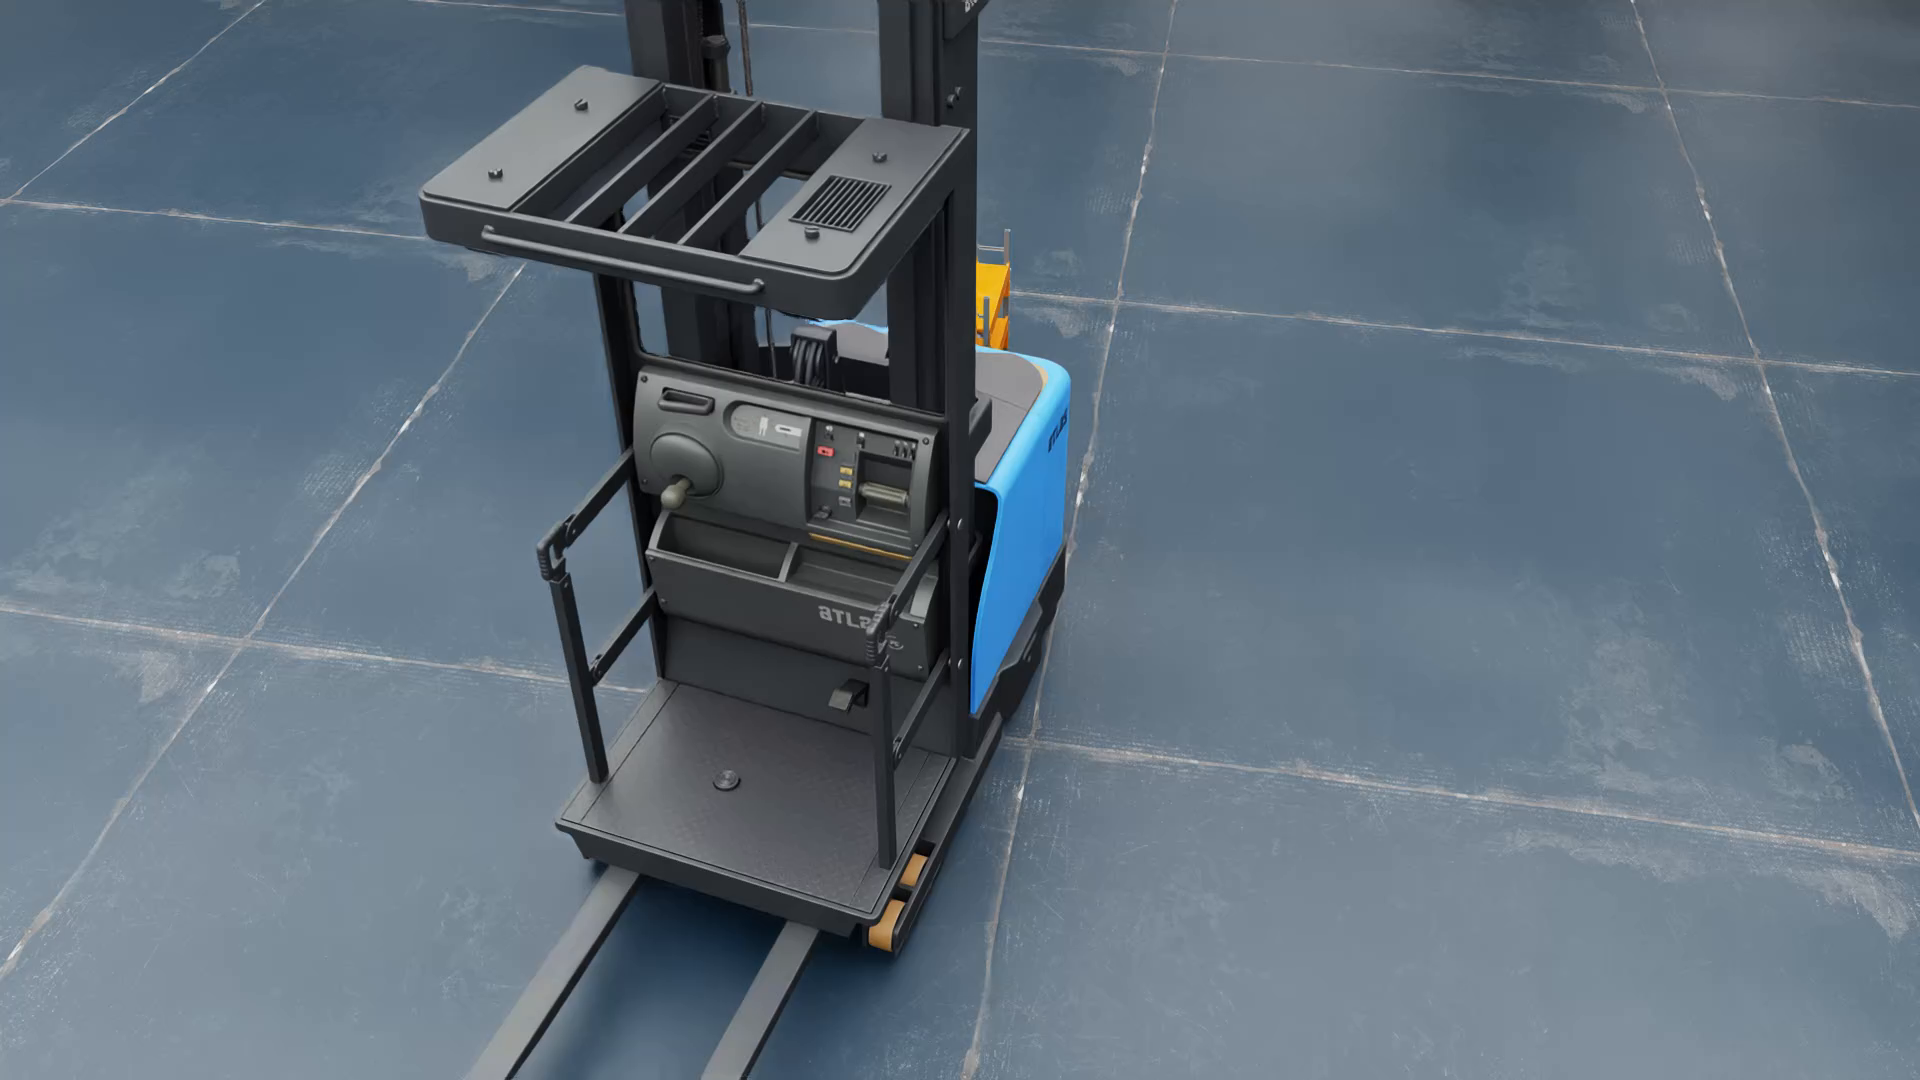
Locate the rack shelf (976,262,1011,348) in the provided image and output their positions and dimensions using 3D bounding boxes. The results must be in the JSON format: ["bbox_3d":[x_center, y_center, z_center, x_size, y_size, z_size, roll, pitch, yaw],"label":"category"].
[{"bbox_3d":[0.029,-0.869,6.243,0.258,0.148,0.480,6,40,8],"label":"rack shelf"}]

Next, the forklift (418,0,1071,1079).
[{"bbox_3d":[-0.588,-0.149,4.630,1.130,2.935,3.031,13,41,16],"label":"forklift"}]

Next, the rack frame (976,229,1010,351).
[{"bbox_3d":[0.071,-0.719,6.679,0.240,1.200,0.015,6,40,8],"label":"rack frame"}]

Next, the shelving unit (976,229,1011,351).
[{"bbox_3d":[0.029,-0.566,6.493,0.258,1.200,0.503,6,40,8],"label":"shelving unit"}]

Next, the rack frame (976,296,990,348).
[{"bbox_3d":[-0.014,-0.413,6.308,0.240,1.200,0.015,6,40,8],"label":"rack frame"}]

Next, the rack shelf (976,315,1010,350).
[{"bbox_3d":[0.029,-0.687,6.394,0.258,0.148,0.480,6,40,8],"label":"rack shelf"}]
